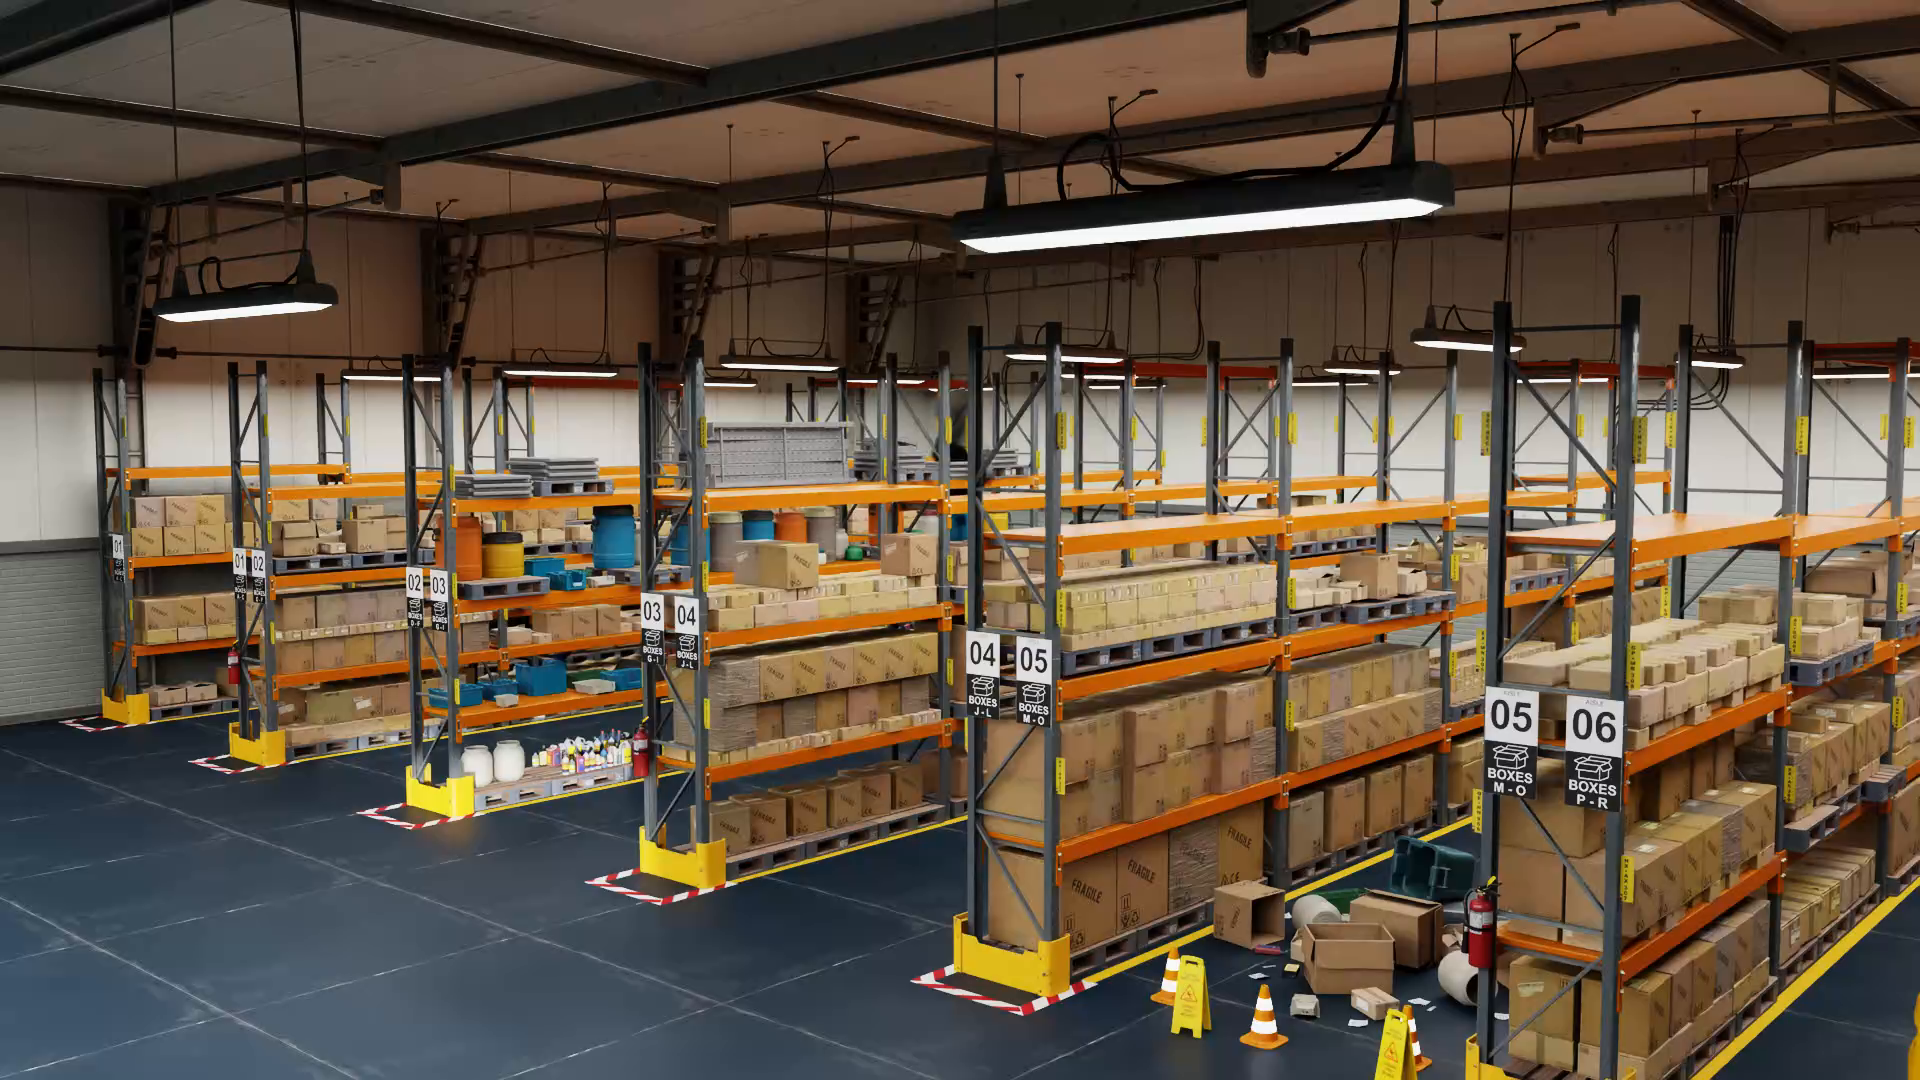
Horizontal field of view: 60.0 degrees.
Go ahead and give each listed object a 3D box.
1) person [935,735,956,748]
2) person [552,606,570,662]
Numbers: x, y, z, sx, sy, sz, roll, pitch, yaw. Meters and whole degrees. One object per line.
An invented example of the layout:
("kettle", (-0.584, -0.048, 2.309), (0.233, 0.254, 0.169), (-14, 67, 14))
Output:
("person", (-0.267, 2.470, 24.590), (0.720, 1.834, 0.787), (4, 6, 41))
("person", (-7.489, 2.074, 31.178), (0.574, 1.653, 1.086), (4, 6, 44))
